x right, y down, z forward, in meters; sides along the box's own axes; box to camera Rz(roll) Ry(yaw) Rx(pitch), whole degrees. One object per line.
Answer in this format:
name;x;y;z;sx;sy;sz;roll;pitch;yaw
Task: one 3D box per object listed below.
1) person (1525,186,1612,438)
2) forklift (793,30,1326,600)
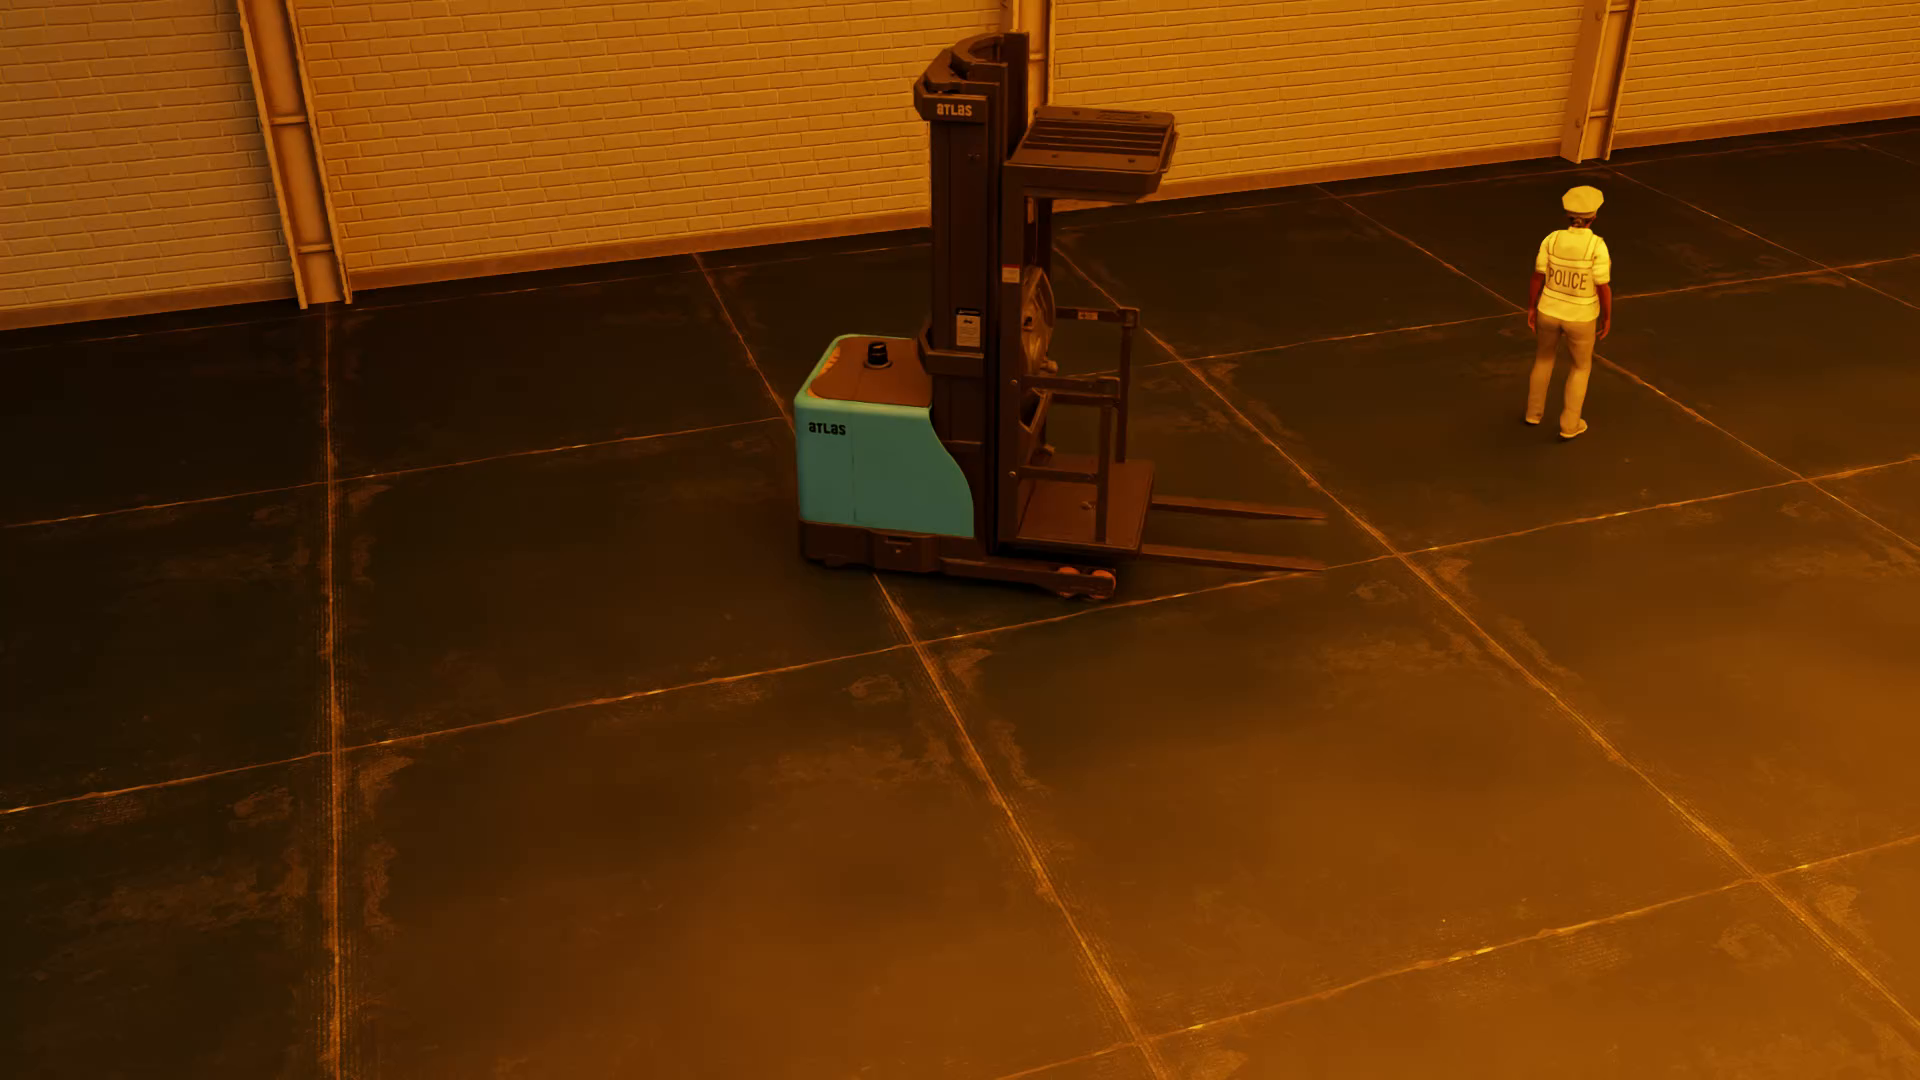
person;4.017;-1.488;10.951;0.532;1.707;0.460;22;36;33
forklift;0.620;-1.219;9.206;3.031;2.935;1.130;6;30;10
